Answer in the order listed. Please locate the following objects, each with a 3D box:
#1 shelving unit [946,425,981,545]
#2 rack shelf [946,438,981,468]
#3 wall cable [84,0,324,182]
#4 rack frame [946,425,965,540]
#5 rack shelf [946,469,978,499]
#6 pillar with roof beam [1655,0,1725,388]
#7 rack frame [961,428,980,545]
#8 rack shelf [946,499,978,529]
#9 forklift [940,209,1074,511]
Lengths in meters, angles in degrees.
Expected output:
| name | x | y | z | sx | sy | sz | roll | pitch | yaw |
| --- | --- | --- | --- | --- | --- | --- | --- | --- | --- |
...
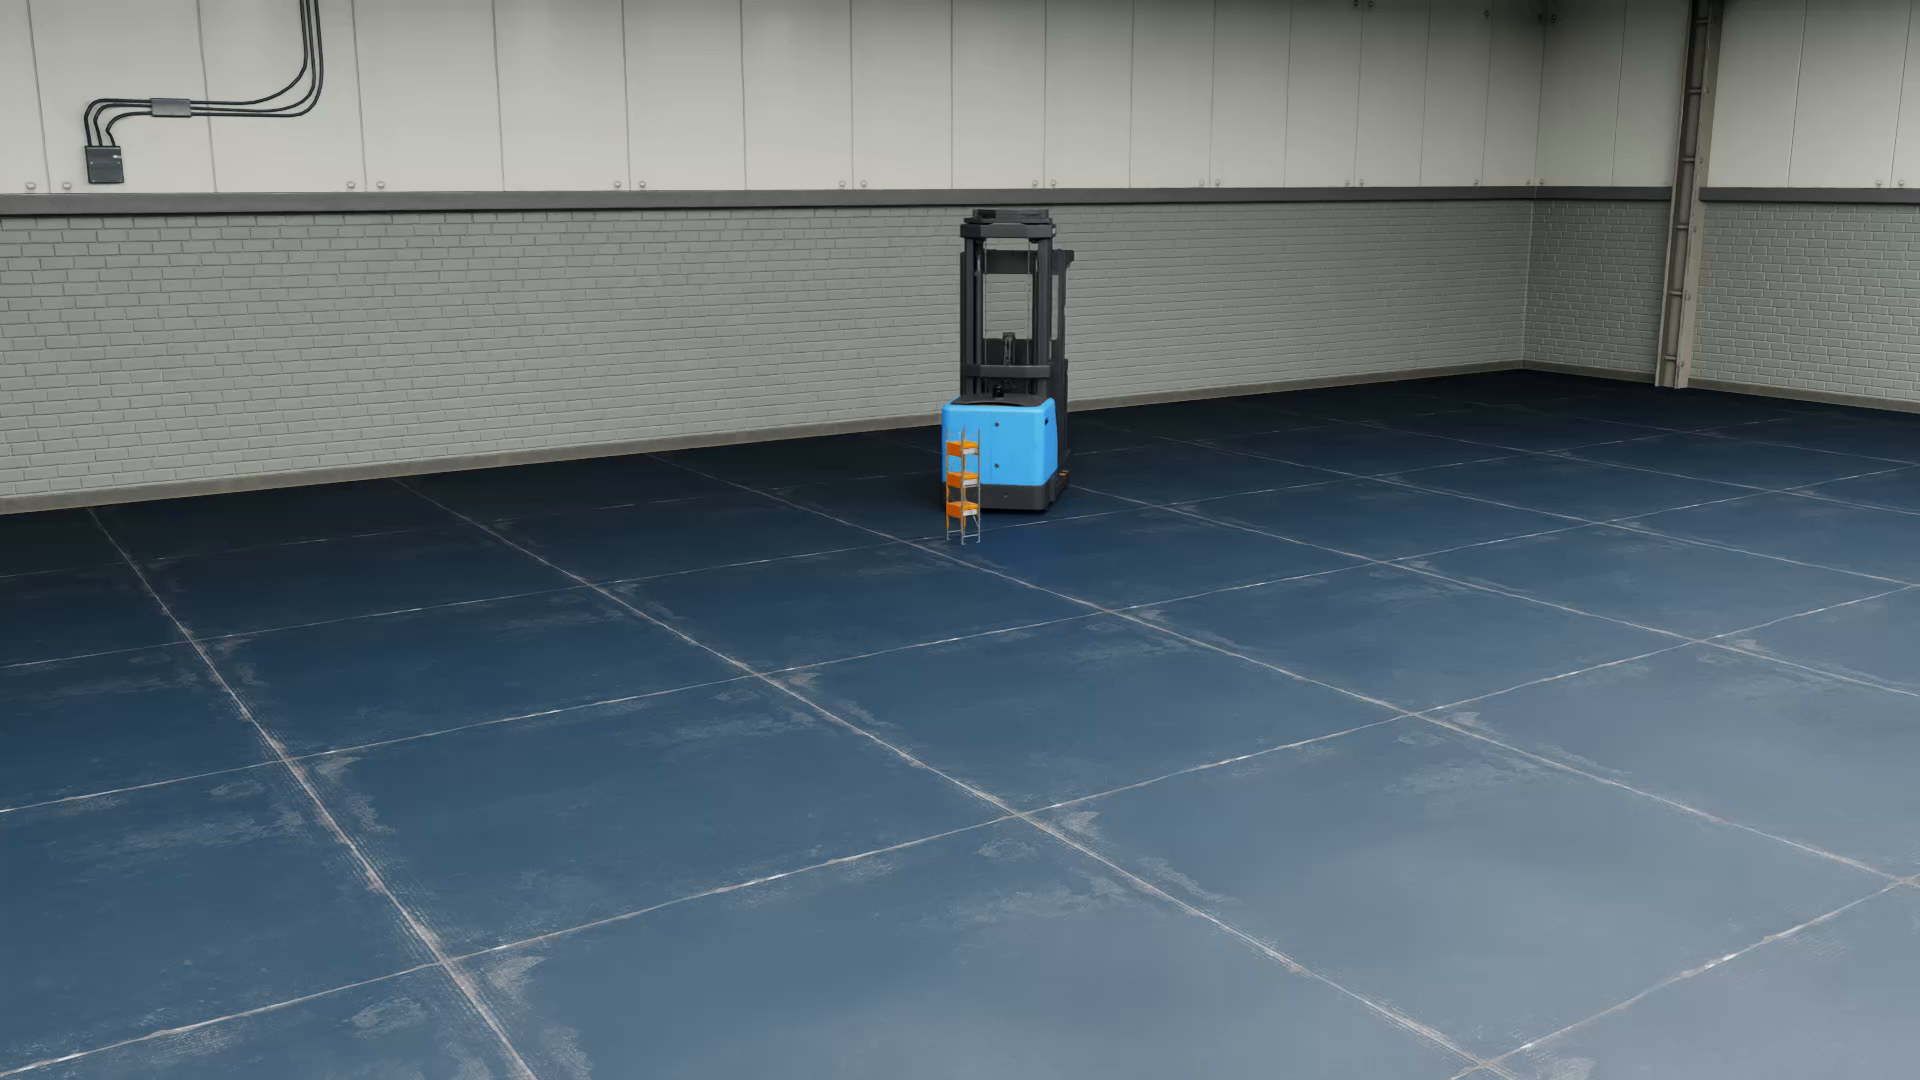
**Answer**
| name | x | y | z | sx | sy | sz | roll | pitch | yaw |
| --- | --- | --- | --- | --- | --- | --- | --- | --- | --- |
| shelving unit | 0.030 | -0.503 | 15.094 | 0.215 | 1.050 | 0.252 | -8 | 15 | -33 |
| rack shelf | 0.030 | -0.770 | 15.036 | 0.215 | 0.259 | 0.240 | -8 | 15 | -33 |
| wall cable | -7.555 | -6.565 | 16.247 | 2.305 | 6.003 | 0.169 | -8 | 15 | -33 |
| rack frame | -0.038 | -0.525 | 15.194 | 0.200 | 1.050 | 0.008 | -8 | 15 | -33 |
| rack shelf | 0.030 | -0.493 | 15.097 | 0.215 | 0.259 | 0.240 | -8 | 15 | -33 |
| pillar with roof beam | 7.704 | -6.321 | 23.092 | 9.100 | 9.000 | 0.400 | -8 | 15 | -33 |
| rack frame | 0.097 | -0.482 | 14.995 | 0.200 | 1.050 | 0.008 | -8 | 15 | -33 |
| rack shelf | 0.030 | -0.222 | 15.156 | 0.215 | 0.259 | 0.240 | -8 | 15 | -33 |
| forklift | 0.591 | -1.989 | 17.483 | 1.130 | 2.935 | 3.031 | 2 | 13 | 11 |
